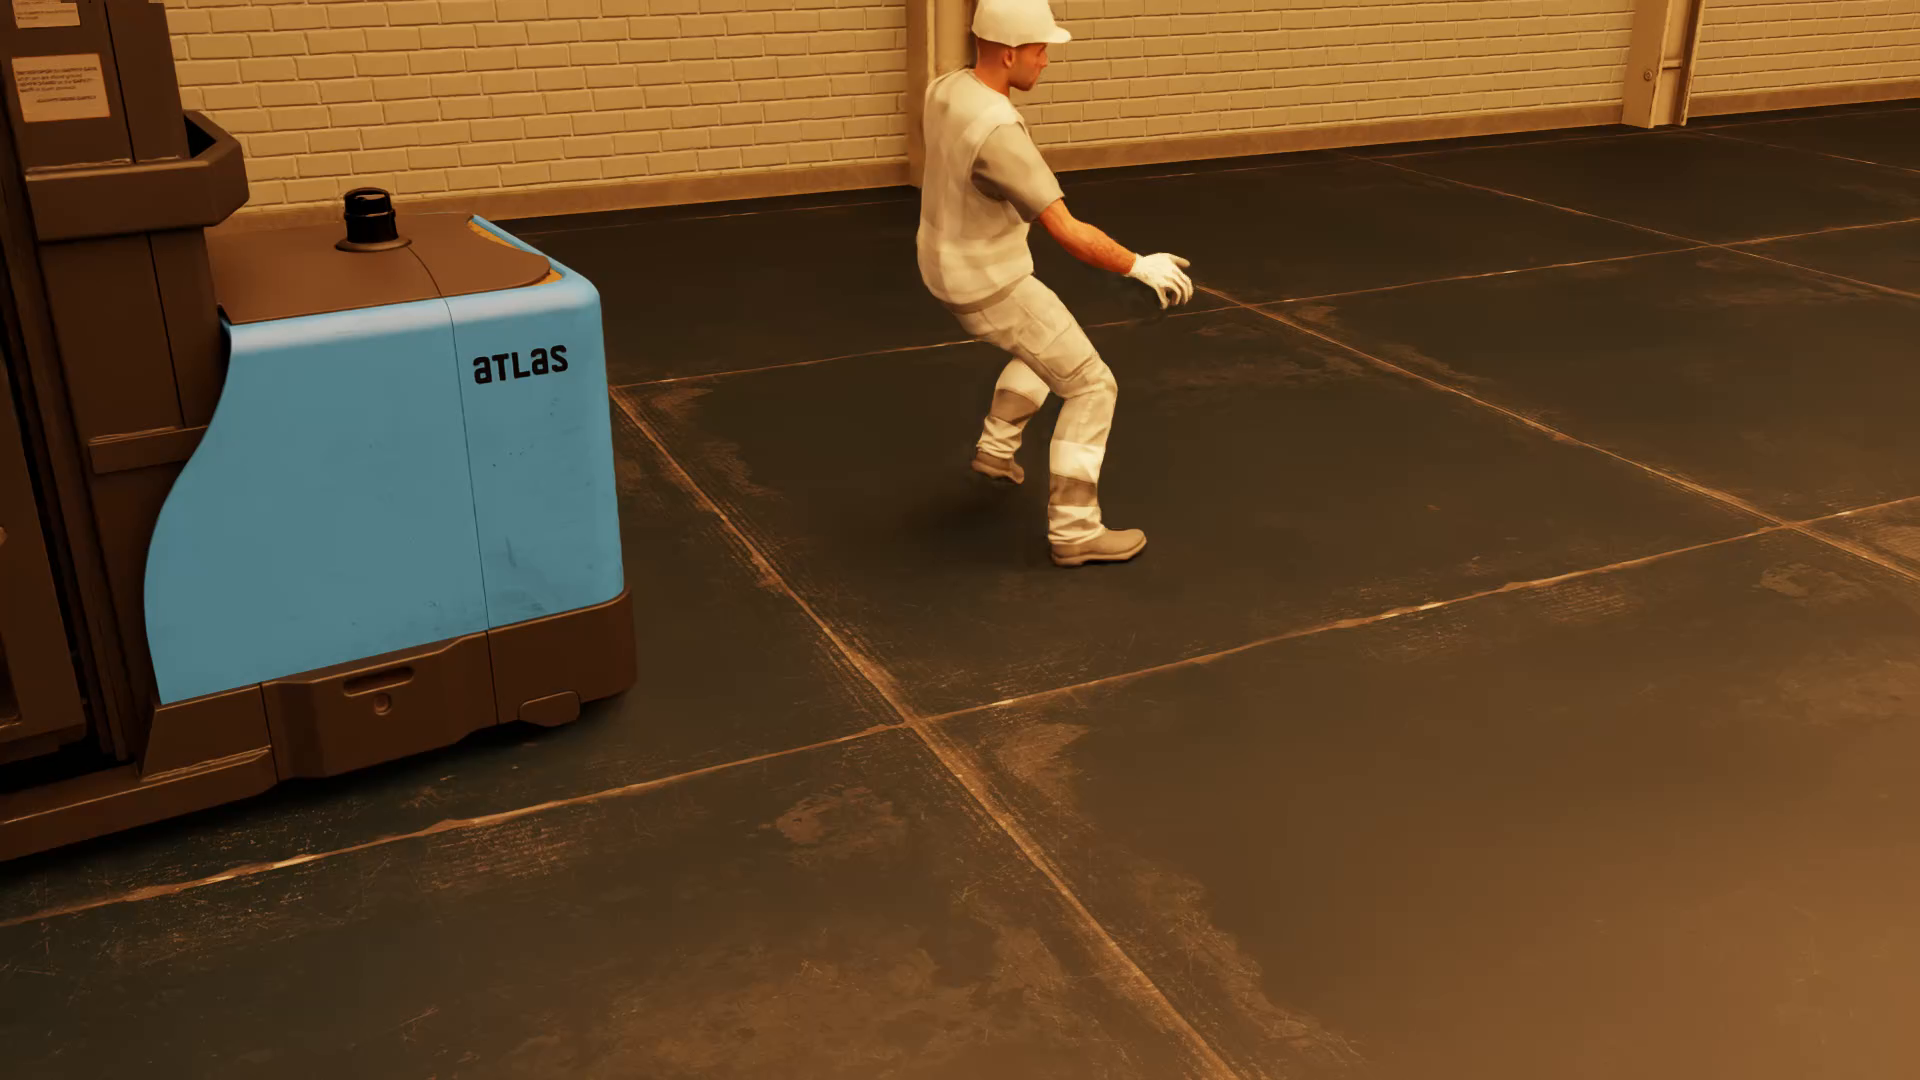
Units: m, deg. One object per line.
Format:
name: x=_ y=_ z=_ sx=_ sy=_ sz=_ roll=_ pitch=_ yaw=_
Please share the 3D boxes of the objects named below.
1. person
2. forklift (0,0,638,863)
person: x=0.218 y=-0.808 z=4.947 sx=0.632 sy=1.624 sz=0.907 roll=-8 pitch=24 yaw=-19
forklift: x=-2.319 y=-0.797 z=3.204 sx=3.031 sy=2.935 sz=1.130 roll=-13 pitch=26 yaw=-29
